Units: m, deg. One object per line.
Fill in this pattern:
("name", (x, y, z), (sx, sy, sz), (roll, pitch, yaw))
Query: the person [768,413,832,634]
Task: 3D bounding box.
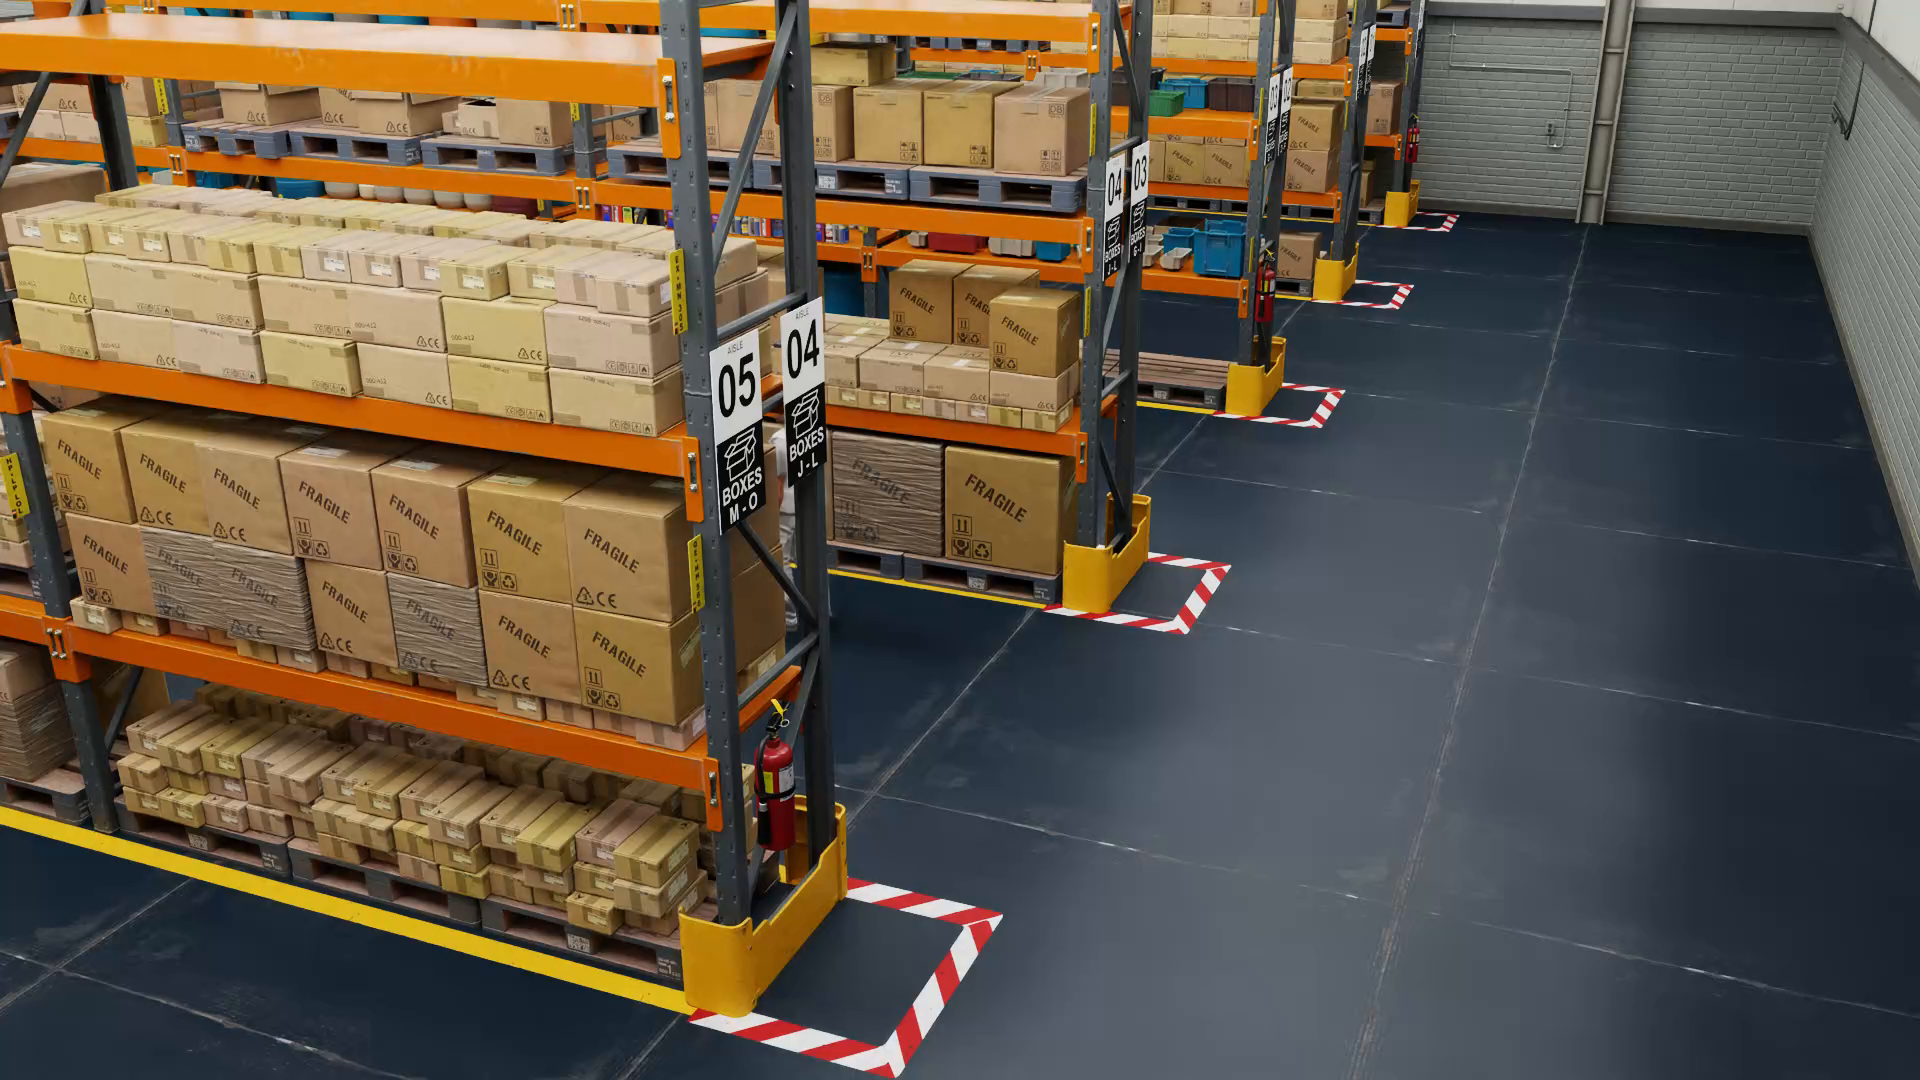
("person", (-1.181, -0.186, 11.469), (0.448, 1.866, 0.524), (9, 24, 21))
